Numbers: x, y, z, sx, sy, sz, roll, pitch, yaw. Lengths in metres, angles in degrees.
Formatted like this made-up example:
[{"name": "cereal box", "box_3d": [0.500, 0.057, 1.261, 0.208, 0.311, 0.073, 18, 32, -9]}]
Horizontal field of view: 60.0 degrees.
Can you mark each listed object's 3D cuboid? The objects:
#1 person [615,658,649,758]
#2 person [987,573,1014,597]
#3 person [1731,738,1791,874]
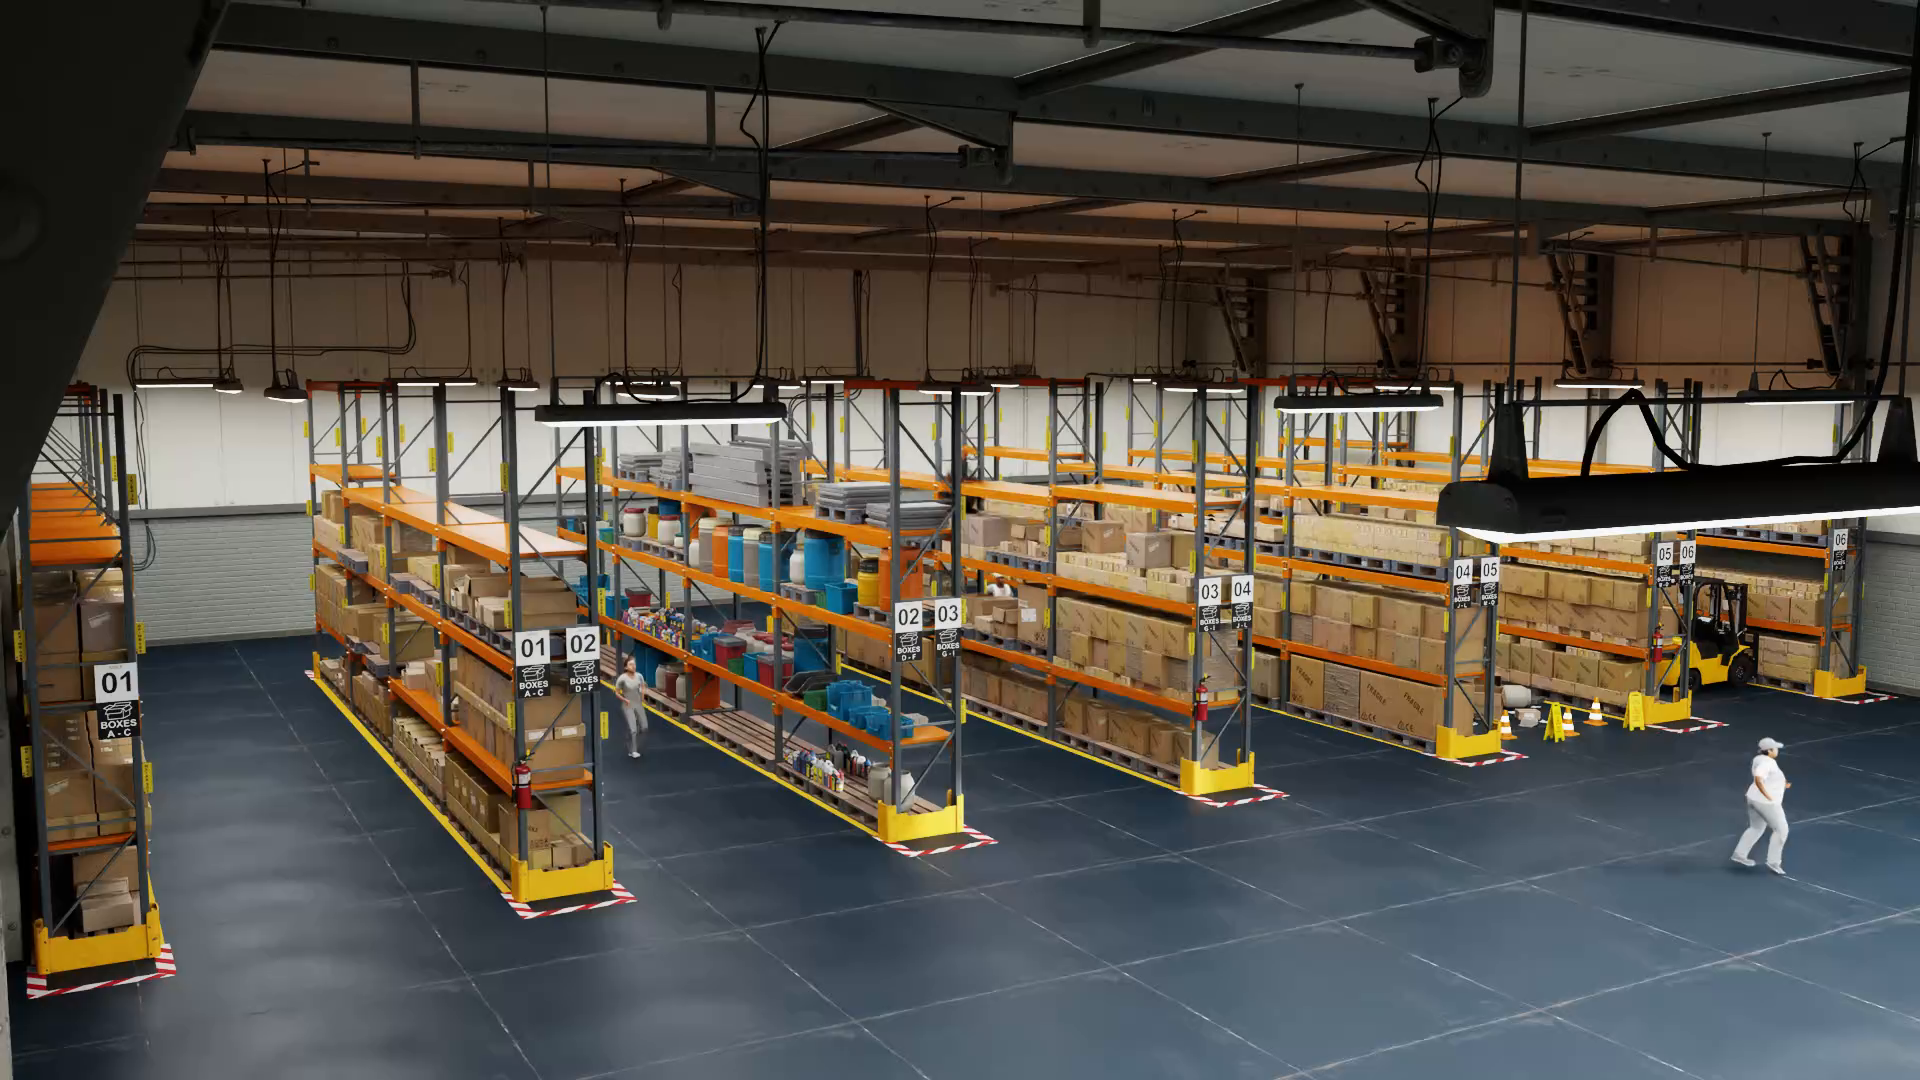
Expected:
[{"name": "person", "box_3d": [-5.260, 2.692, 26.682, 0.541, 1.610, 0.553, -4, 7, -35]}, {"name": "person", "box_3d": [0.828, 1.575, 33.966, 0.660, 1.893, 0.736, -5, 8, -39]}, {"name": "person", "box_3d": [10.024, 3.326, 20.738, 0.665, 1.738, 0.590, 0, 6, 3]}]
